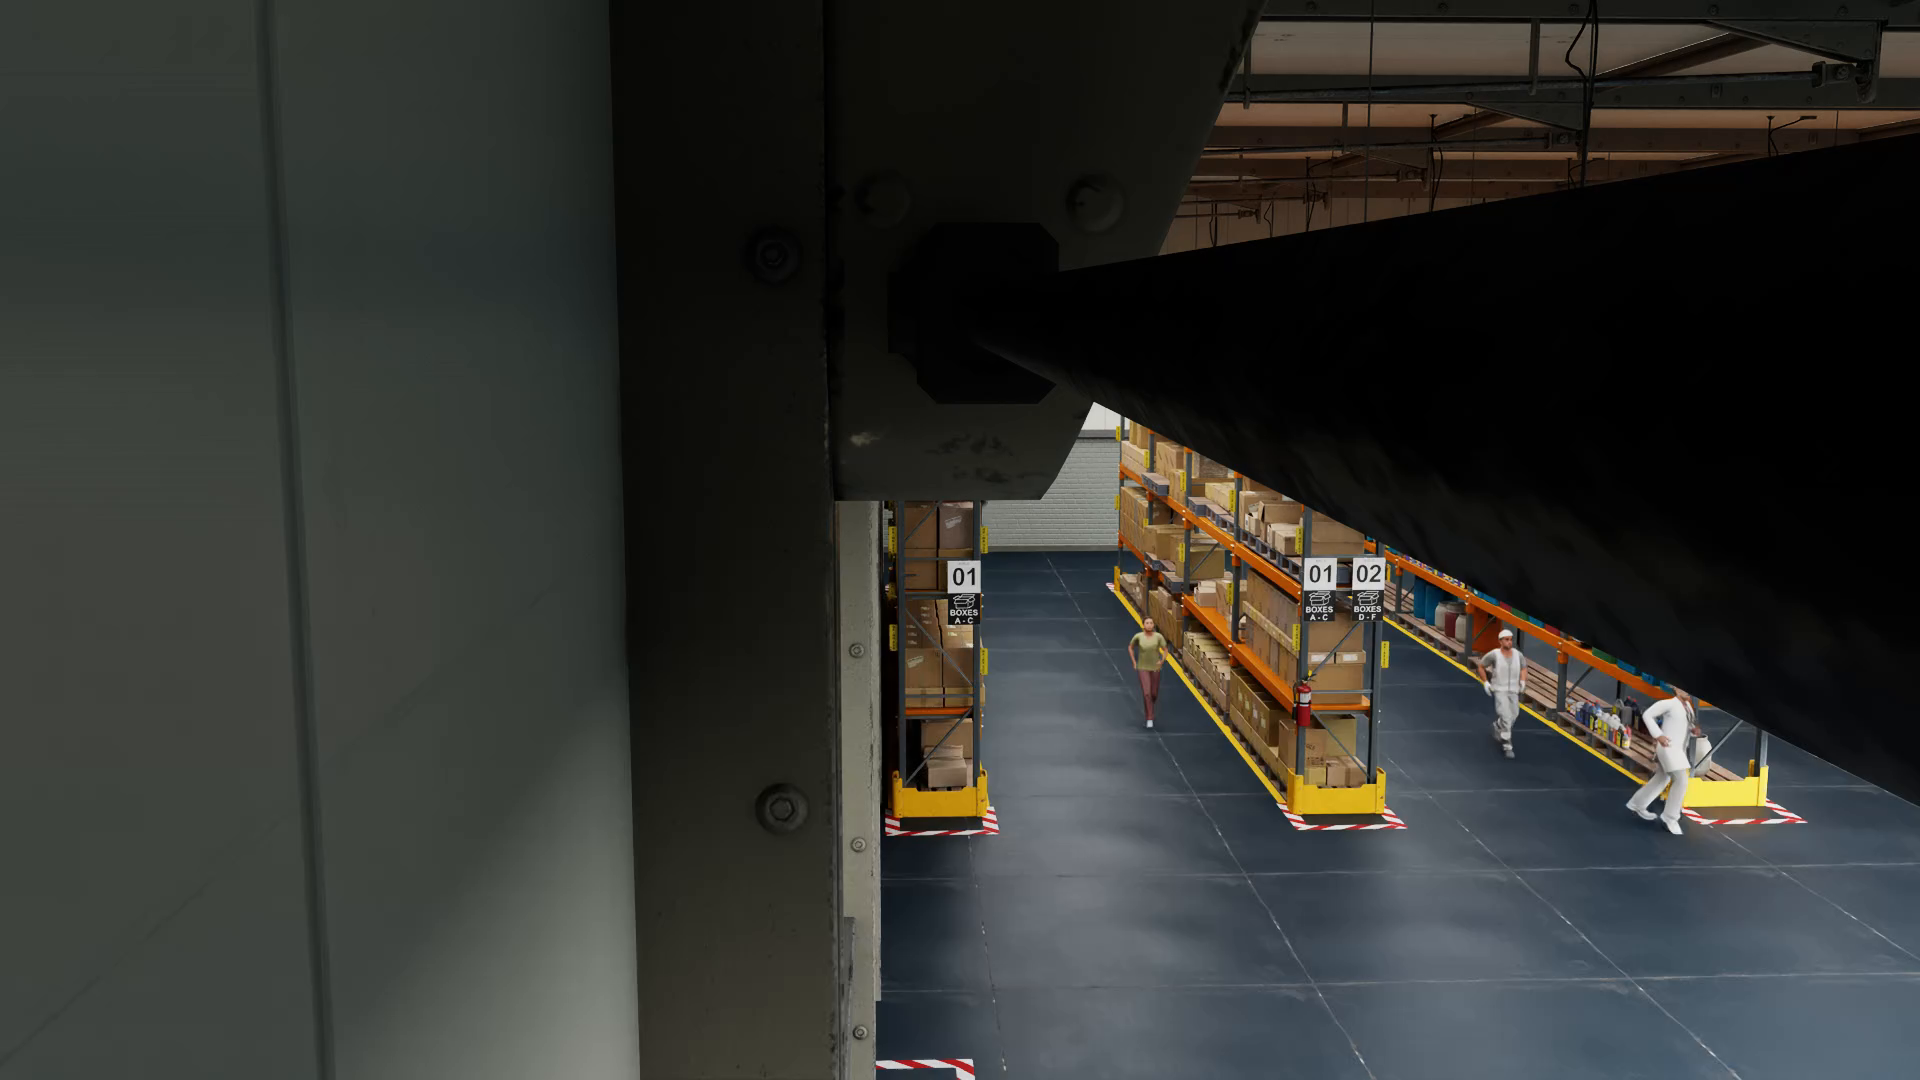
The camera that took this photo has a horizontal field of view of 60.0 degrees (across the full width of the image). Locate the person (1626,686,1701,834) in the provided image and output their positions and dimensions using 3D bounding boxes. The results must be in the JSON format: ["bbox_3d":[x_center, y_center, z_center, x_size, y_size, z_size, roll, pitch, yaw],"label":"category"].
[{"bbox_3d":[8.583,2.588,20.185,0.795,1.838,0.688,8,11,44],"label":"person"}]

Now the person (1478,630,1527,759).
[{"bbox_3d":[7.624,2.122,23.320,0.667,1.763,0.835,-1,8,-6],"label":"person"}]

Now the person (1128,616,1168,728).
[{"bbox_3d":[2.827,1.941,24.992,0.590,1.647,0.767,0,8,0],"label":"person"}]
